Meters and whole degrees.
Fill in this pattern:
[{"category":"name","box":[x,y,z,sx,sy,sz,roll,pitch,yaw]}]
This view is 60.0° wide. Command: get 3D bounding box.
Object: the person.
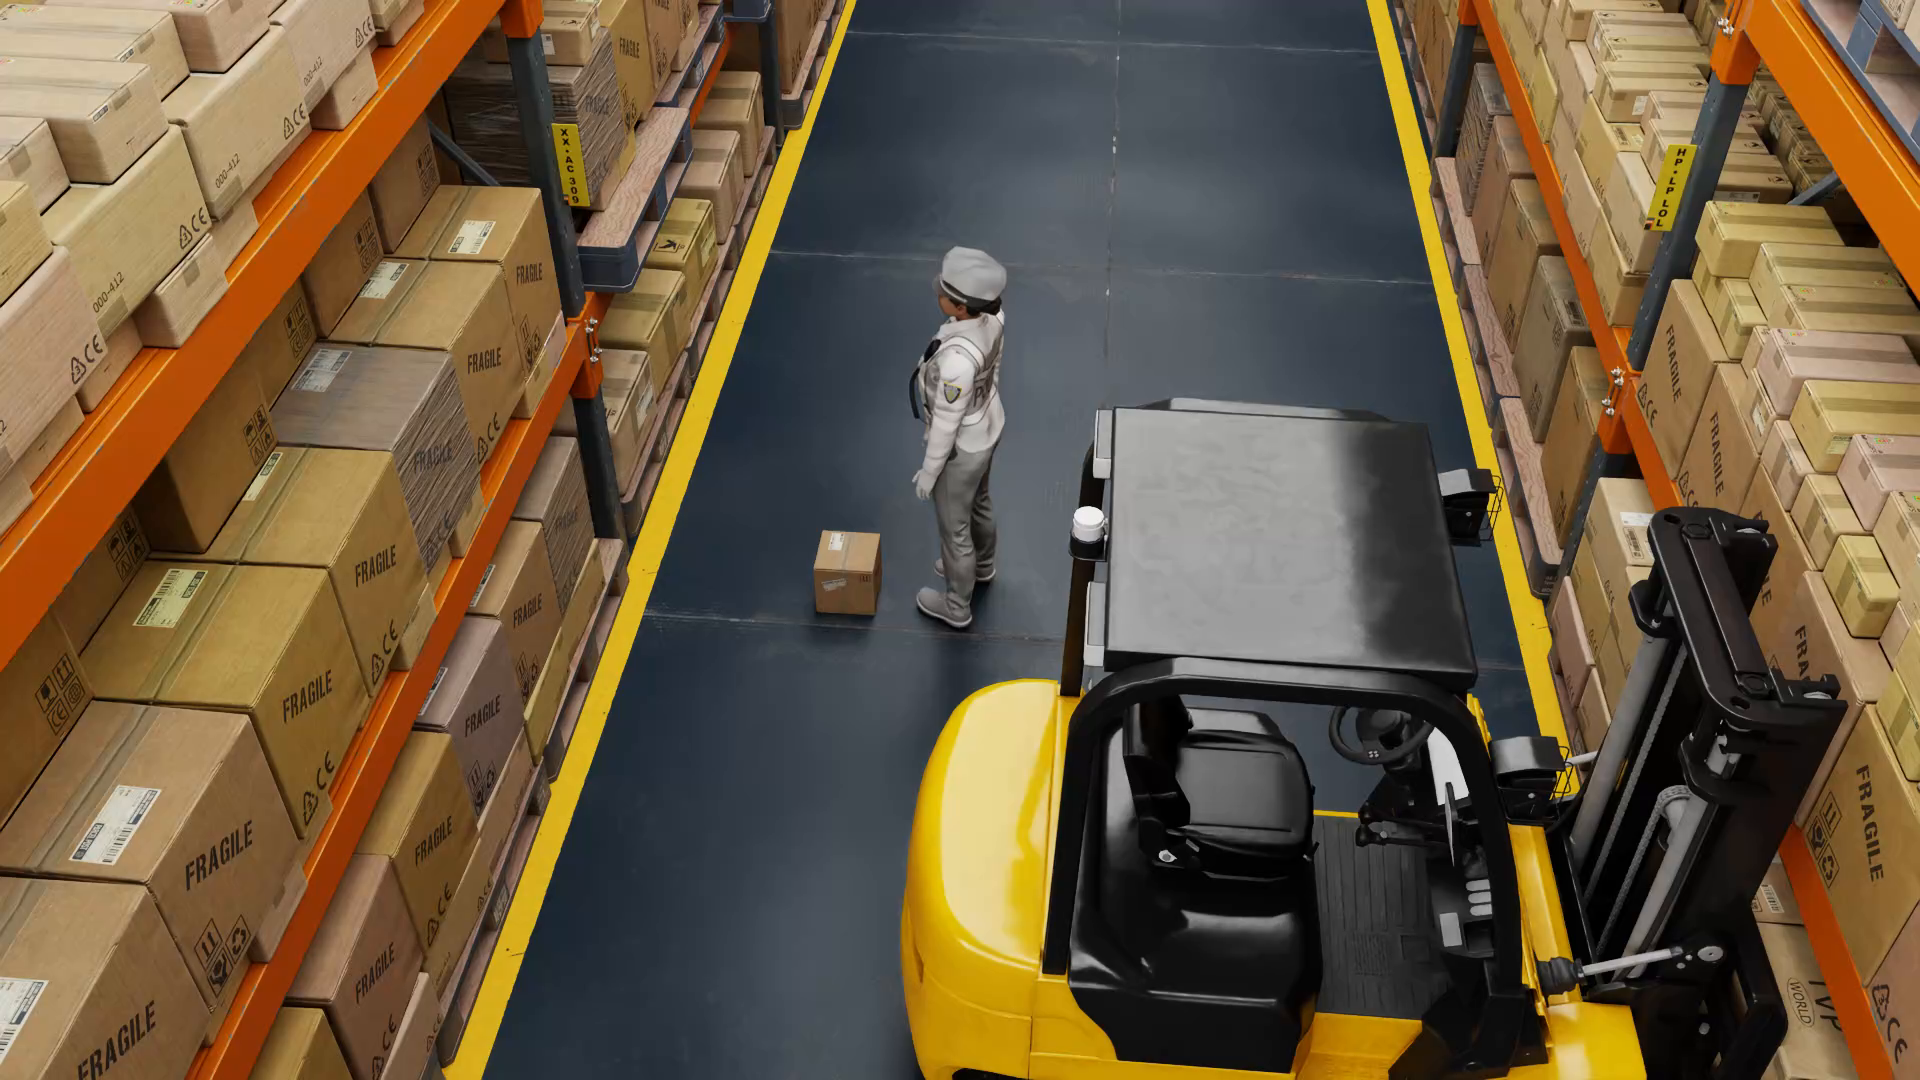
[{"category":"person","box":[0.003,-0.382,6.583,0.351,1.698,0.512,11,42,13]}]
